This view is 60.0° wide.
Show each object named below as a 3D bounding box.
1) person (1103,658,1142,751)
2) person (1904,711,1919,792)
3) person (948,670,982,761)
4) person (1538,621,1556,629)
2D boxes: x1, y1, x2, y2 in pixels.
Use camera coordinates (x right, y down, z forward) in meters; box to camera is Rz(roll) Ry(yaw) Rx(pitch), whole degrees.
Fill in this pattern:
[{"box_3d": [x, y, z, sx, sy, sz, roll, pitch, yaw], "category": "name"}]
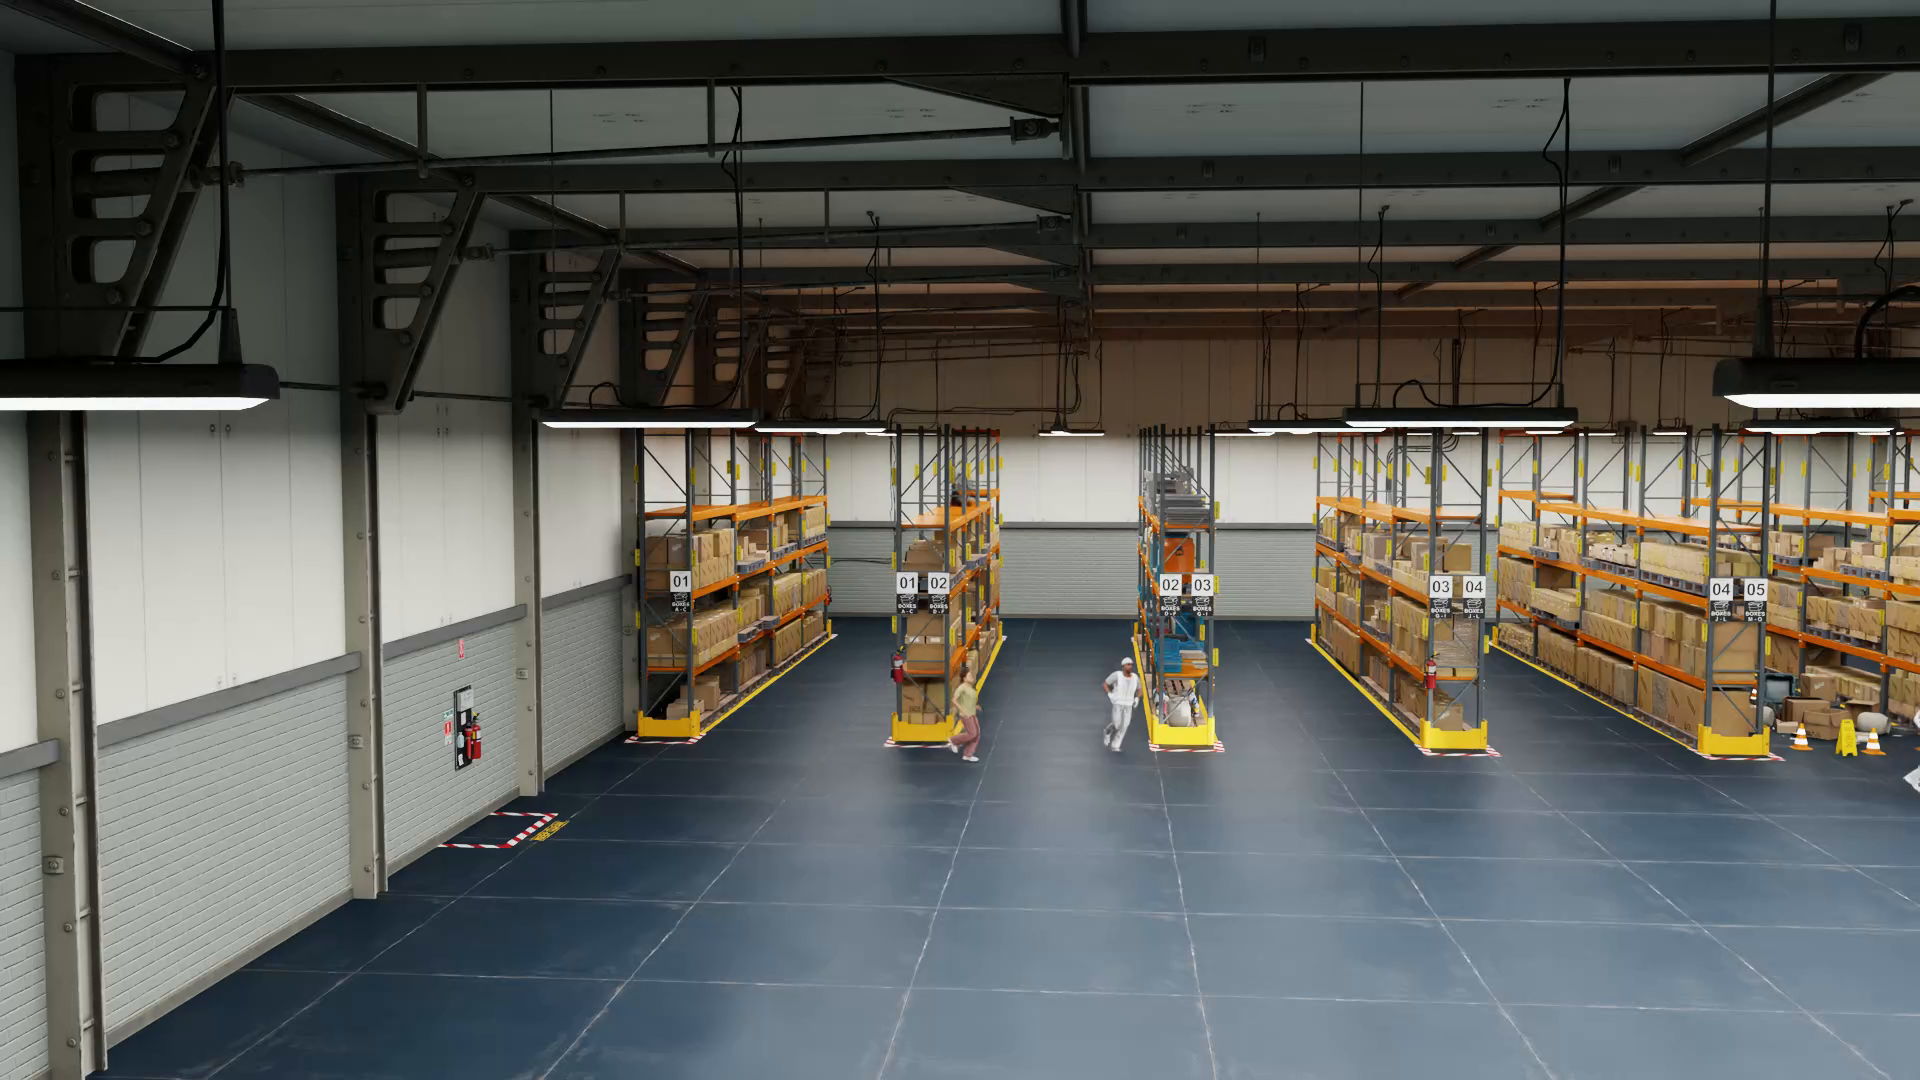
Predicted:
[{"box_3d": [3.003, 3.019, 30.499, 0.742, 1.728, 0.548, -1, 4, -15], "category": "person"}, {"box_3d": [15.510, 3.225, 26.351, 0.686, 1.804, 0.987, -2, 4, -34], "category": "person"}, {"box_3d": [0.085, 3.113, 29.589, 0.566, 1.625, 0.592, 2, 4, 28], "category": "person"}, {"box_3d": [16.724, 2.021, 47.458, 0.869, 1.669, 0.592, 1, 4, 13], "category": "person"}]
